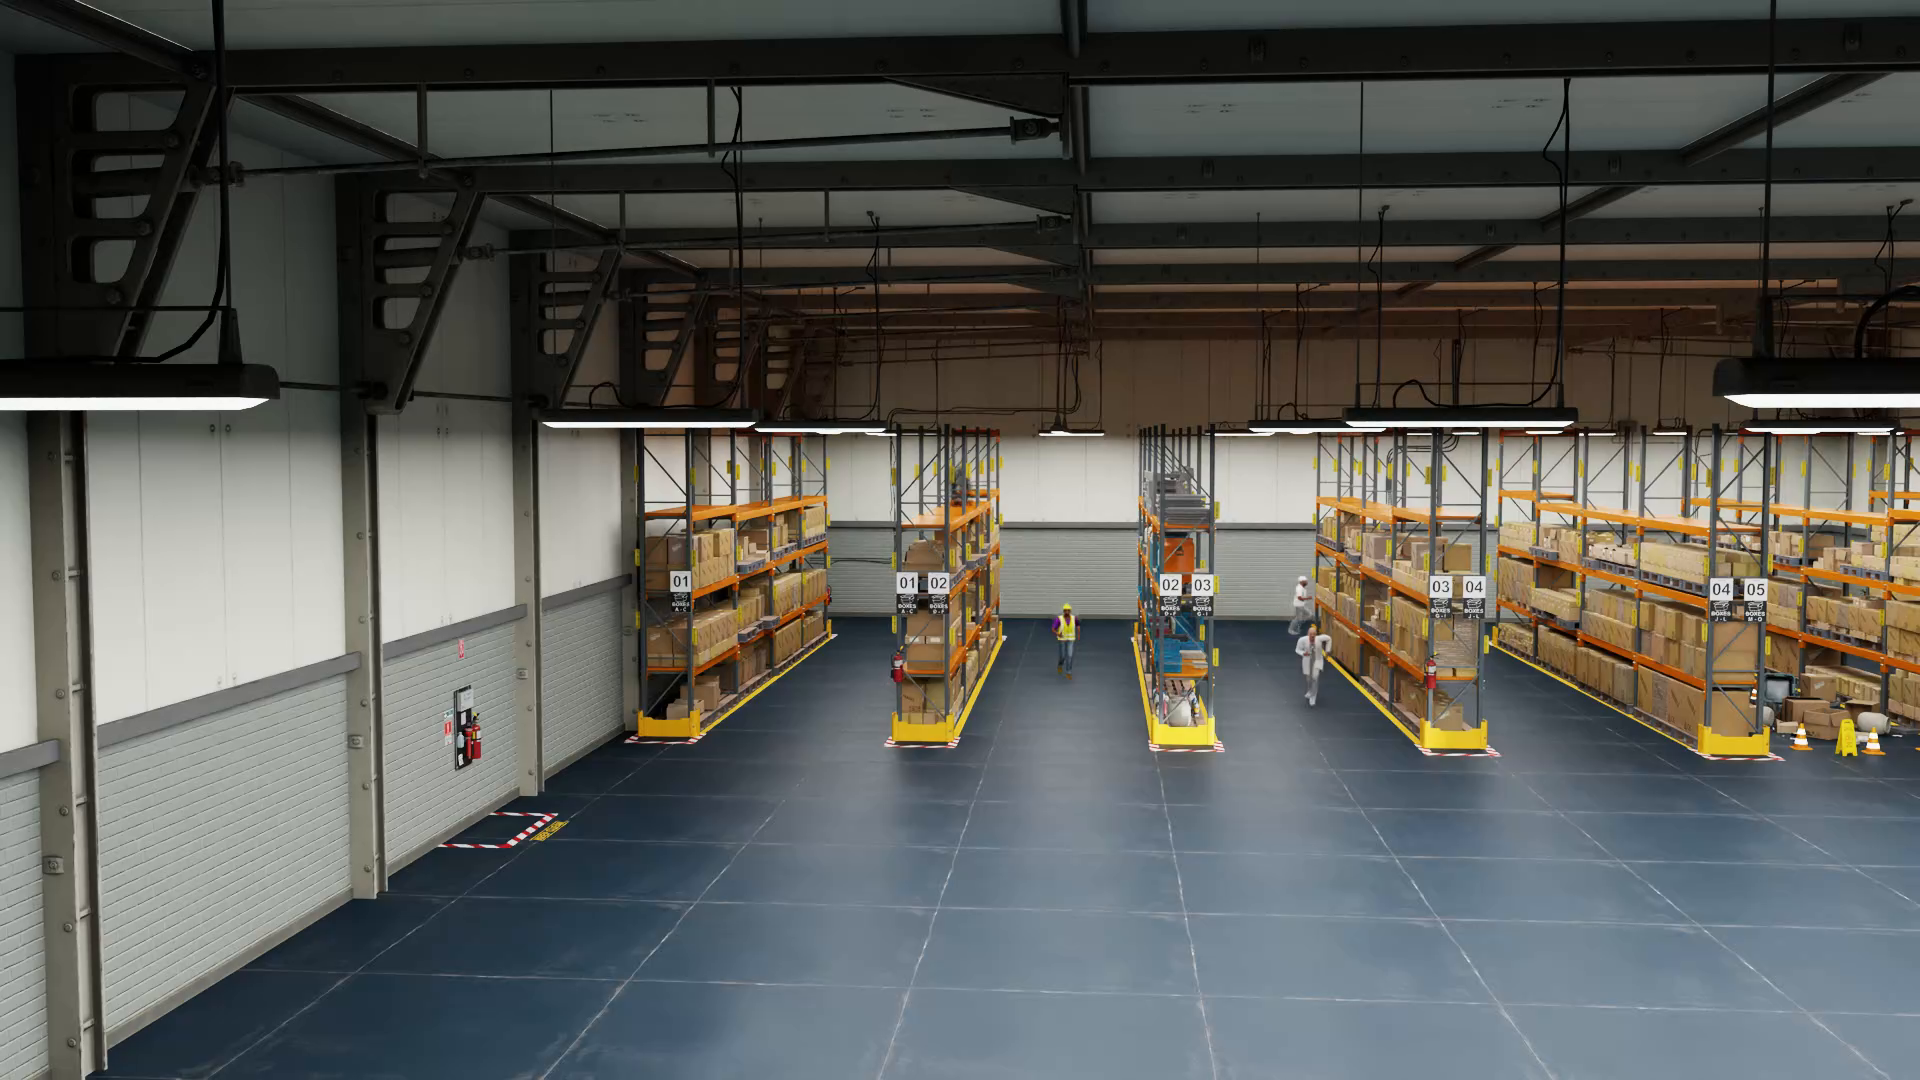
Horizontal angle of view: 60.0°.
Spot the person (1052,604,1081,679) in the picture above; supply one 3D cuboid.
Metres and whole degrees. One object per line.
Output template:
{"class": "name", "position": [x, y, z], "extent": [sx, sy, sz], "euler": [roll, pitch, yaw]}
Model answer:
{"class": "person", "position": [2.555, 2.418, 39.903], "extent": [0.726, 1.769, 0.824], "euler": [0, 4, -8]}

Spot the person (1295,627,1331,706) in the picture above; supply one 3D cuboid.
{"class": "person", "position": [7.656, 2.722, 36.039], "extent": [0.752, 1.737, 1.072], "euler": [1, 4, 13]}

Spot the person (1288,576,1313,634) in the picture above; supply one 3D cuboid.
{"class": "person", "position": [9.929, 1.898, 48.396], "extent": [0.760, 1.709, 0.743], "euler": [2, 4, 24]}
